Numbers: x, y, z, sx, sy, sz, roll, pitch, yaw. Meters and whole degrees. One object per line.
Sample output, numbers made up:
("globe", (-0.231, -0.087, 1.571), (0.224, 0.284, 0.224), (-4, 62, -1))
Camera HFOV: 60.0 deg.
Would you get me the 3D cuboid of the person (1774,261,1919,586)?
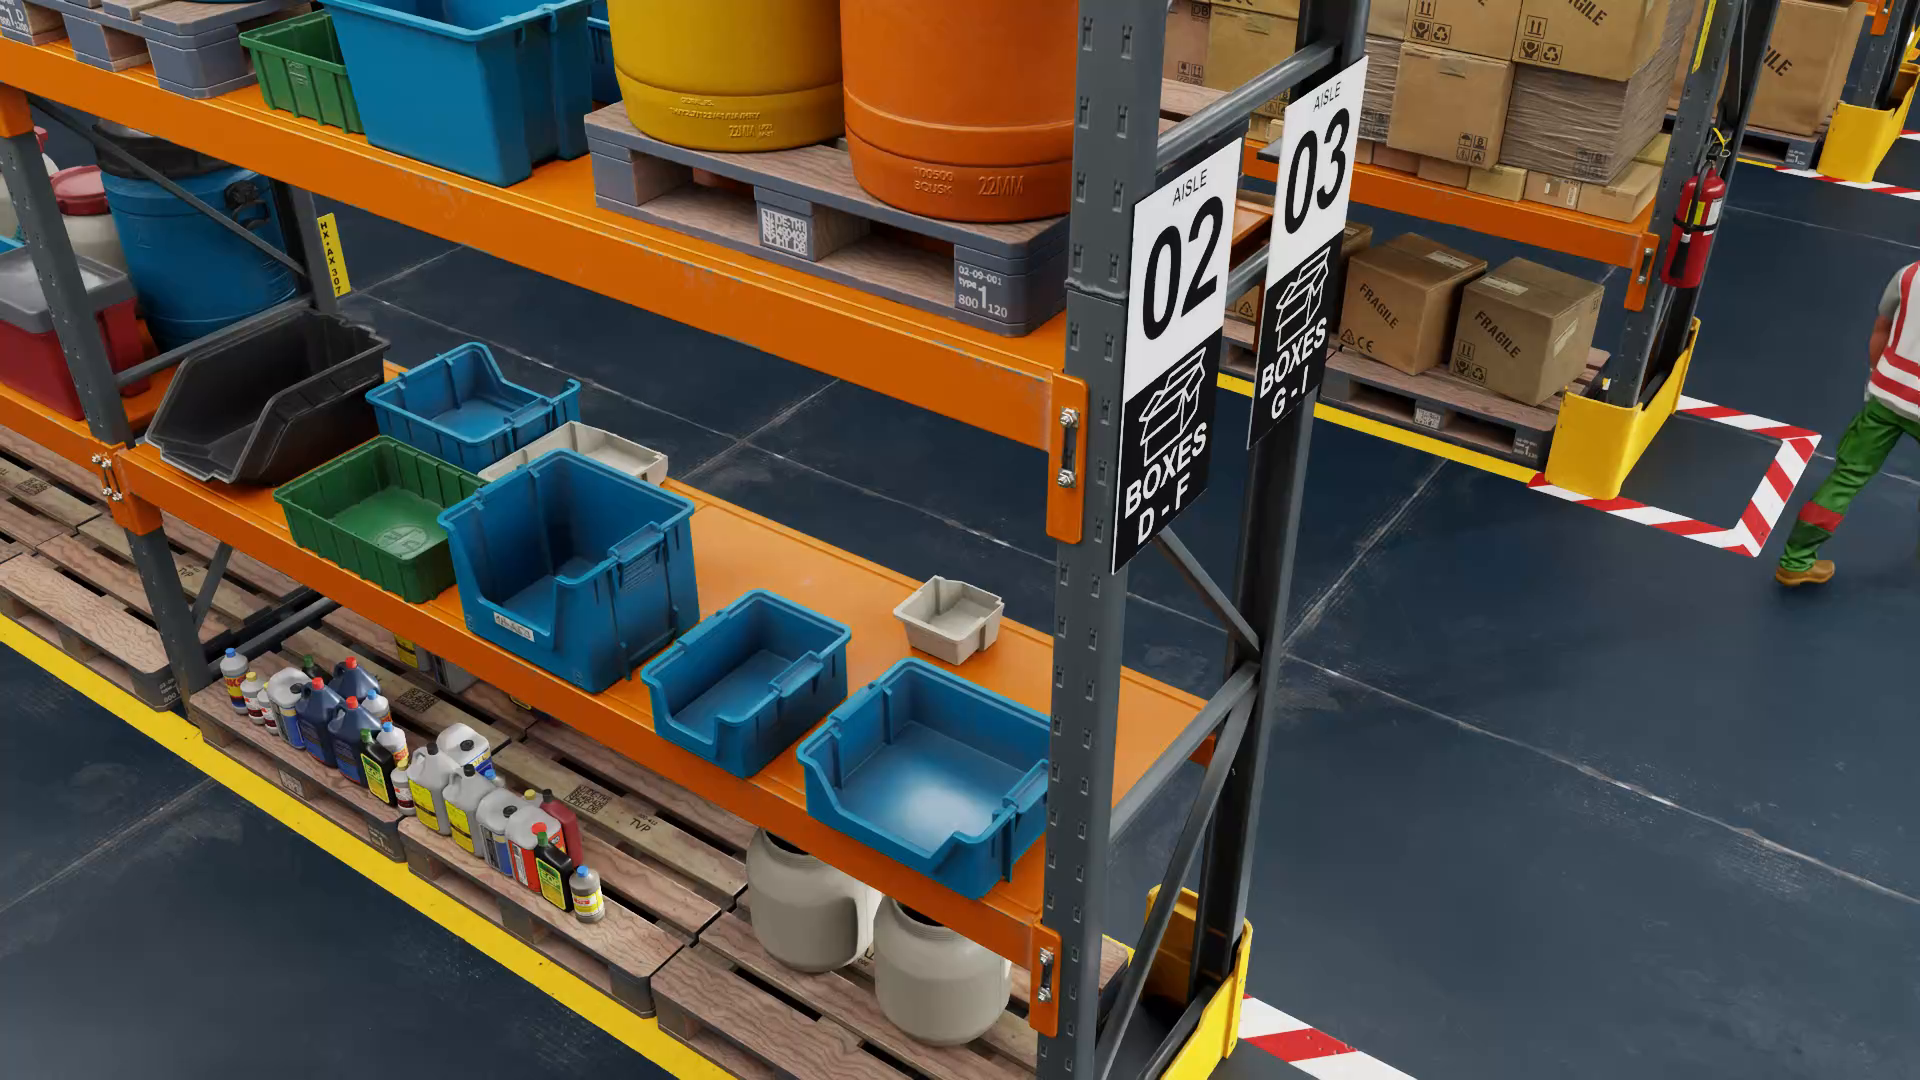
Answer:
("person", (4.120, -0.608, 7.034), (1.089, 1.716, 0.629), (-21, 39, -28))
